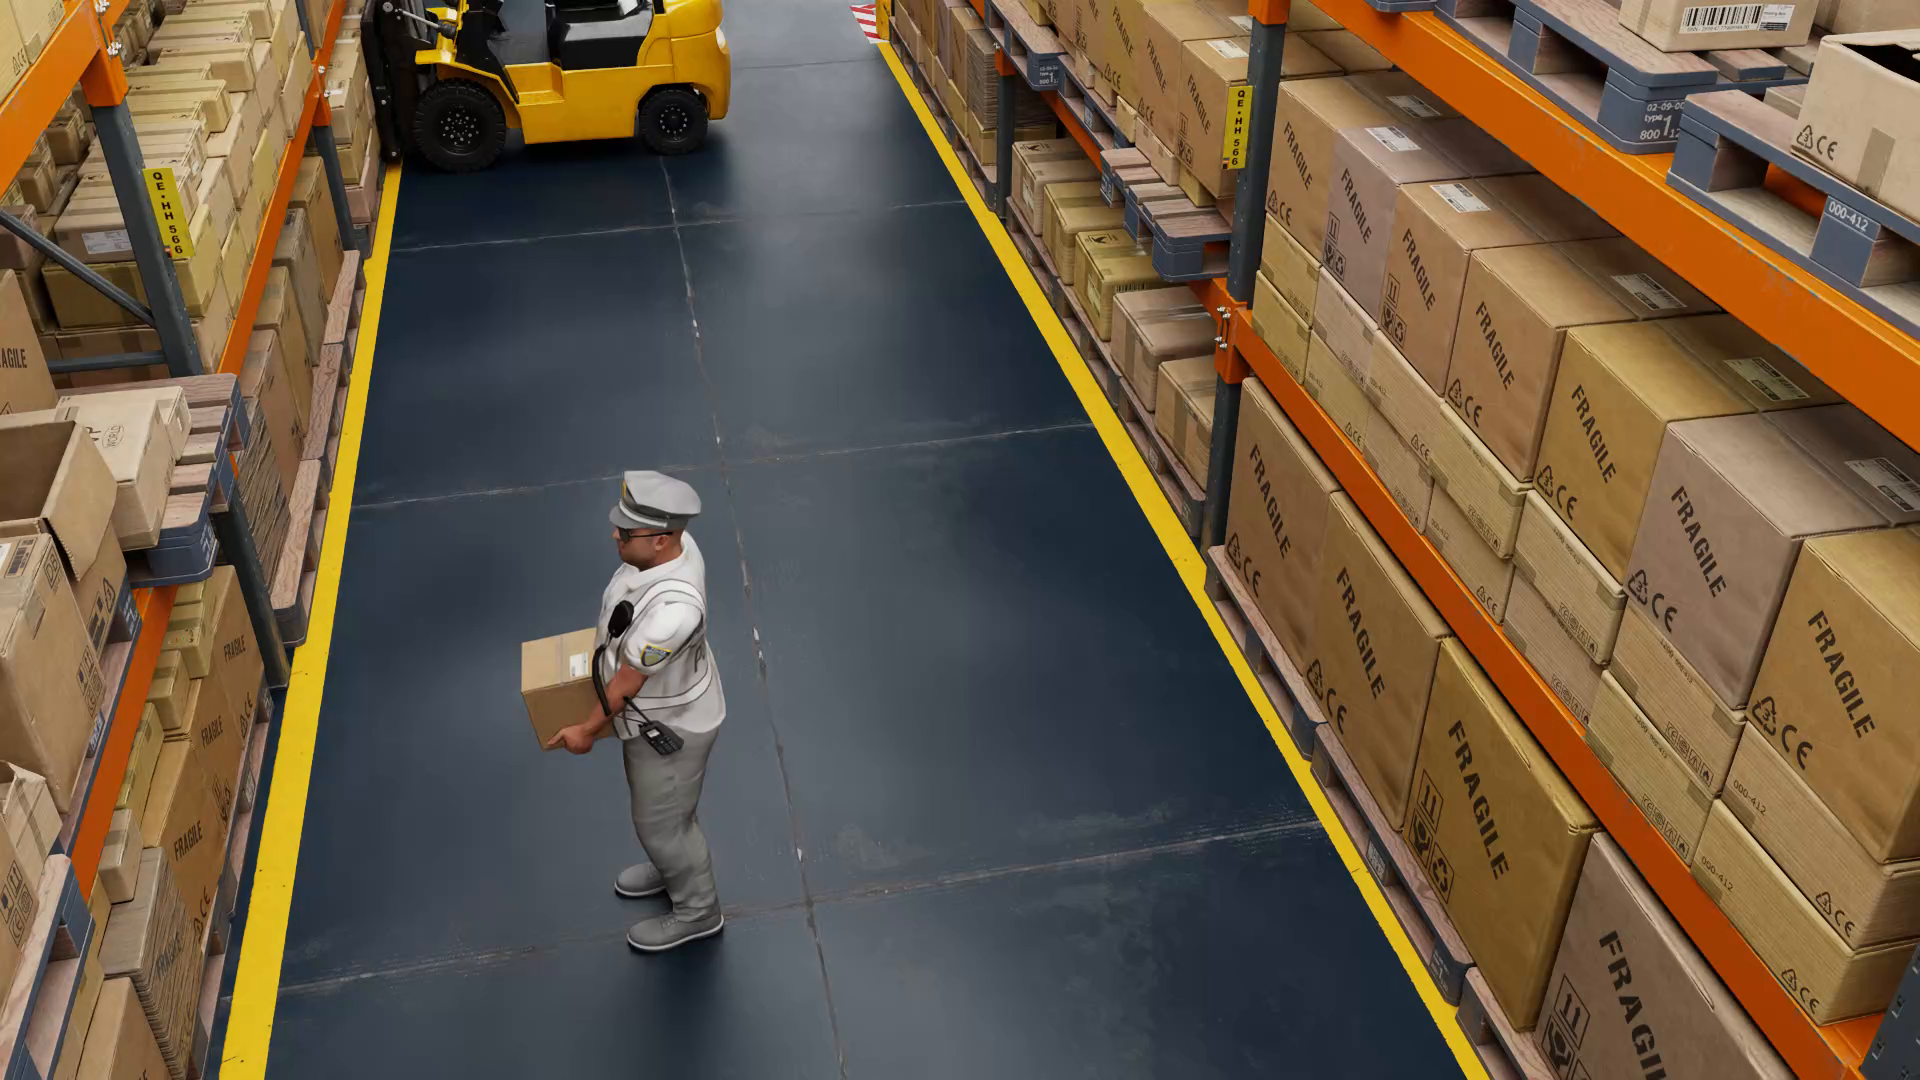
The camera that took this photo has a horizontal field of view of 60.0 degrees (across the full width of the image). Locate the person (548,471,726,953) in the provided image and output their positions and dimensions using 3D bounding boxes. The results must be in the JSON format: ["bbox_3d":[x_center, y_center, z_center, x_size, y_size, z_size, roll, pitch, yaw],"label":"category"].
[{"bbox_3d":[-1.028,0.560,5.303,0.557,1.765,0.494,-7,35,-10],"label":"person"}]
